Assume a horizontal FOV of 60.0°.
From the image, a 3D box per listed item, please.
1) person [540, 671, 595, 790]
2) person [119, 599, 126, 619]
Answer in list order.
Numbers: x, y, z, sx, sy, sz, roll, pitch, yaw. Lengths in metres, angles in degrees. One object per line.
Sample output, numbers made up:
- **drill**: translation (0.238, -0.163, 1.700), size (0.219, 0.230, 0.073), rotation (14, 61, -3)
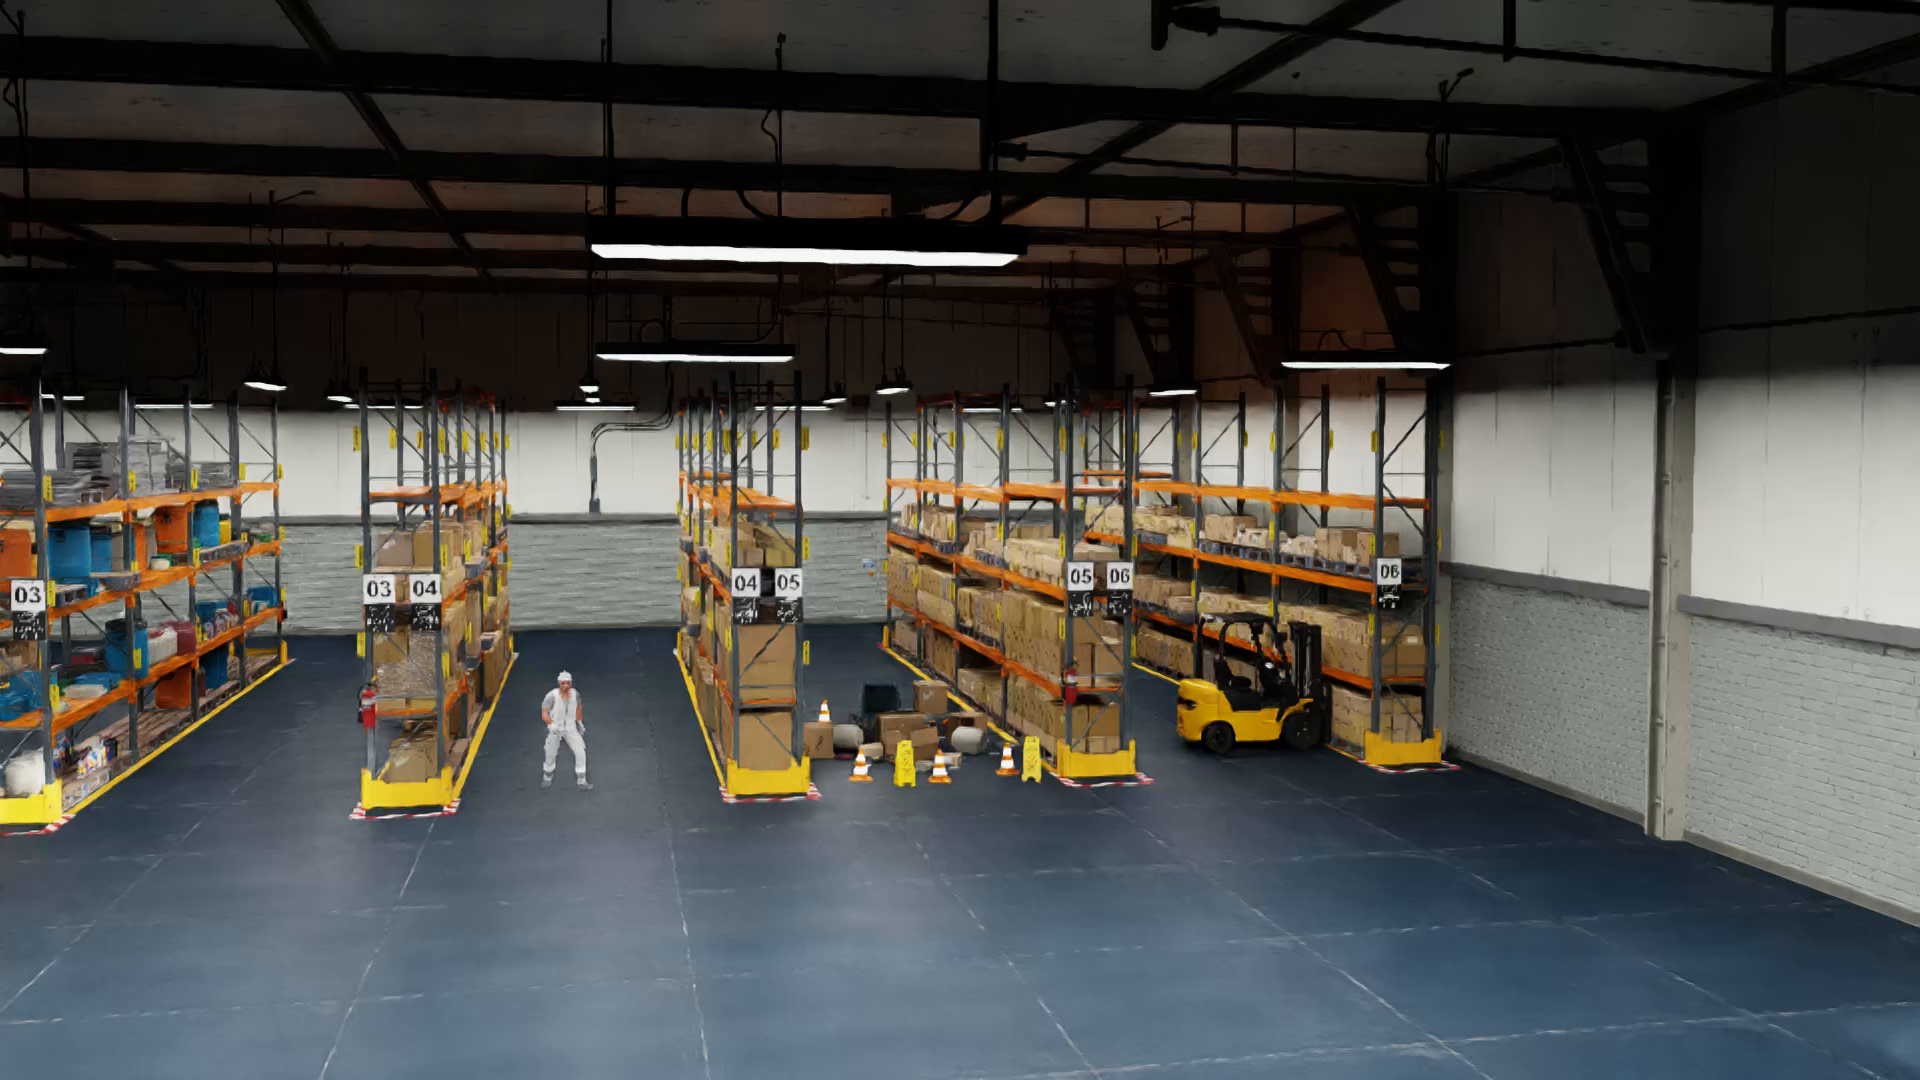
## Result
- **person**: translation (-5.684, 2.714, 23.820), size (0.676, 1.714, 0.845), rotation (-2, 4, -28)
- **person**: translation (-17.994, 2.045, 36.058), size (0.456, 1.589, 1.088), rotation (-1, 3, -10)
